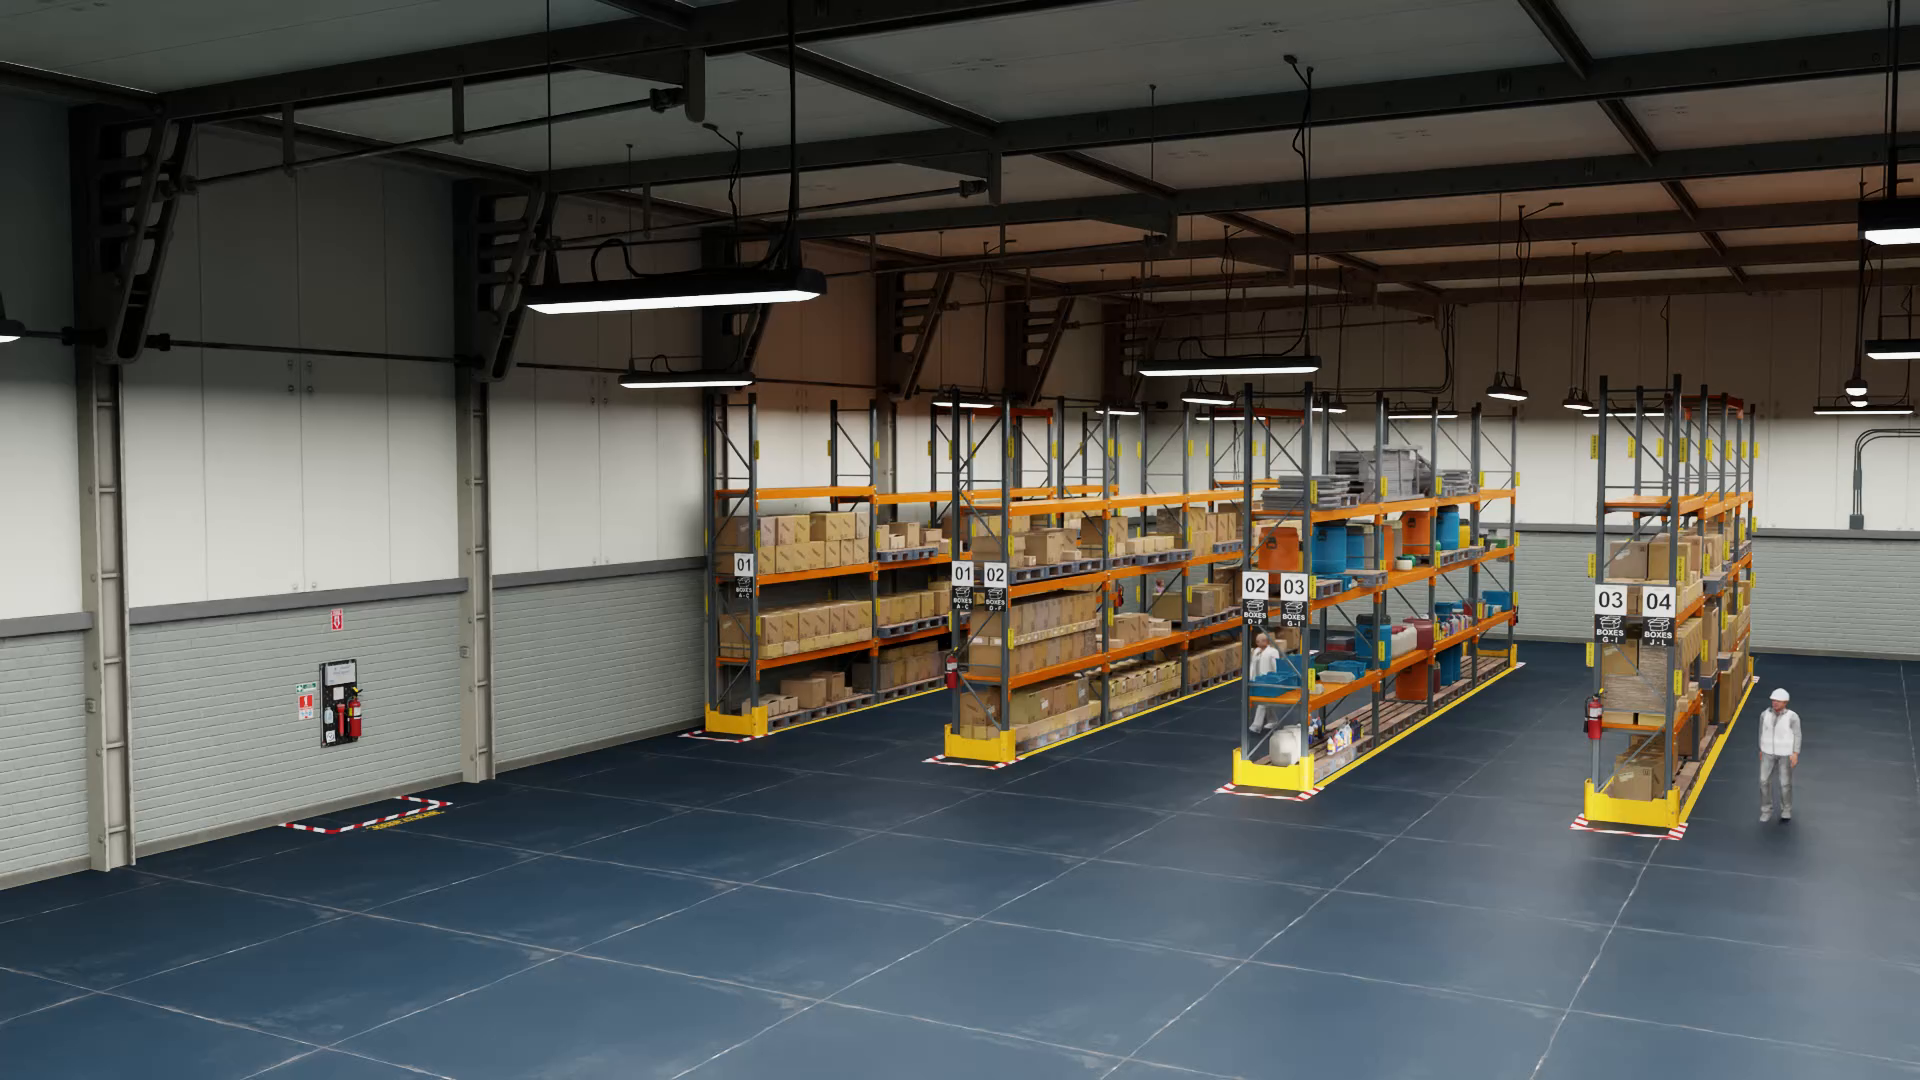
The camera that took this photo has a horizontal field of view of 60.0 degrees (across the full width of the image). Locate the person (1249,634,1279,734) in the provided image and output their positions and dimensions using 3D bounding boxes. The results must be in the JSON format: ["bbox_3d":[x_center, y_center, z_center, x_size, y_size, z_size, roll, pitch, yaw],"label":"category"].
[{"bbox_3d":[5.353,2.533,29.555,0.984,1.742,0.648,-2,4,-31],"label":"person"}]

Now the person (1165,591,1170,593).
[{"bbox_3d":[4.995,2.065,40.144,0.497,1.504,1.022,1,3,25],"label":"person"}]

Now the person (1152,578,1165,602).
[{"bbox_3d":[5.306,1.802,44.210,0.478,1.594,0.355,-3,4,-40],"label":"person"}]

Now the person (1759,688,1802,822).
[{"bbox_3d":[11.079,2.919,22.505,0.548,1.832,0.585,-3,4,-43],"label":"person"}]
